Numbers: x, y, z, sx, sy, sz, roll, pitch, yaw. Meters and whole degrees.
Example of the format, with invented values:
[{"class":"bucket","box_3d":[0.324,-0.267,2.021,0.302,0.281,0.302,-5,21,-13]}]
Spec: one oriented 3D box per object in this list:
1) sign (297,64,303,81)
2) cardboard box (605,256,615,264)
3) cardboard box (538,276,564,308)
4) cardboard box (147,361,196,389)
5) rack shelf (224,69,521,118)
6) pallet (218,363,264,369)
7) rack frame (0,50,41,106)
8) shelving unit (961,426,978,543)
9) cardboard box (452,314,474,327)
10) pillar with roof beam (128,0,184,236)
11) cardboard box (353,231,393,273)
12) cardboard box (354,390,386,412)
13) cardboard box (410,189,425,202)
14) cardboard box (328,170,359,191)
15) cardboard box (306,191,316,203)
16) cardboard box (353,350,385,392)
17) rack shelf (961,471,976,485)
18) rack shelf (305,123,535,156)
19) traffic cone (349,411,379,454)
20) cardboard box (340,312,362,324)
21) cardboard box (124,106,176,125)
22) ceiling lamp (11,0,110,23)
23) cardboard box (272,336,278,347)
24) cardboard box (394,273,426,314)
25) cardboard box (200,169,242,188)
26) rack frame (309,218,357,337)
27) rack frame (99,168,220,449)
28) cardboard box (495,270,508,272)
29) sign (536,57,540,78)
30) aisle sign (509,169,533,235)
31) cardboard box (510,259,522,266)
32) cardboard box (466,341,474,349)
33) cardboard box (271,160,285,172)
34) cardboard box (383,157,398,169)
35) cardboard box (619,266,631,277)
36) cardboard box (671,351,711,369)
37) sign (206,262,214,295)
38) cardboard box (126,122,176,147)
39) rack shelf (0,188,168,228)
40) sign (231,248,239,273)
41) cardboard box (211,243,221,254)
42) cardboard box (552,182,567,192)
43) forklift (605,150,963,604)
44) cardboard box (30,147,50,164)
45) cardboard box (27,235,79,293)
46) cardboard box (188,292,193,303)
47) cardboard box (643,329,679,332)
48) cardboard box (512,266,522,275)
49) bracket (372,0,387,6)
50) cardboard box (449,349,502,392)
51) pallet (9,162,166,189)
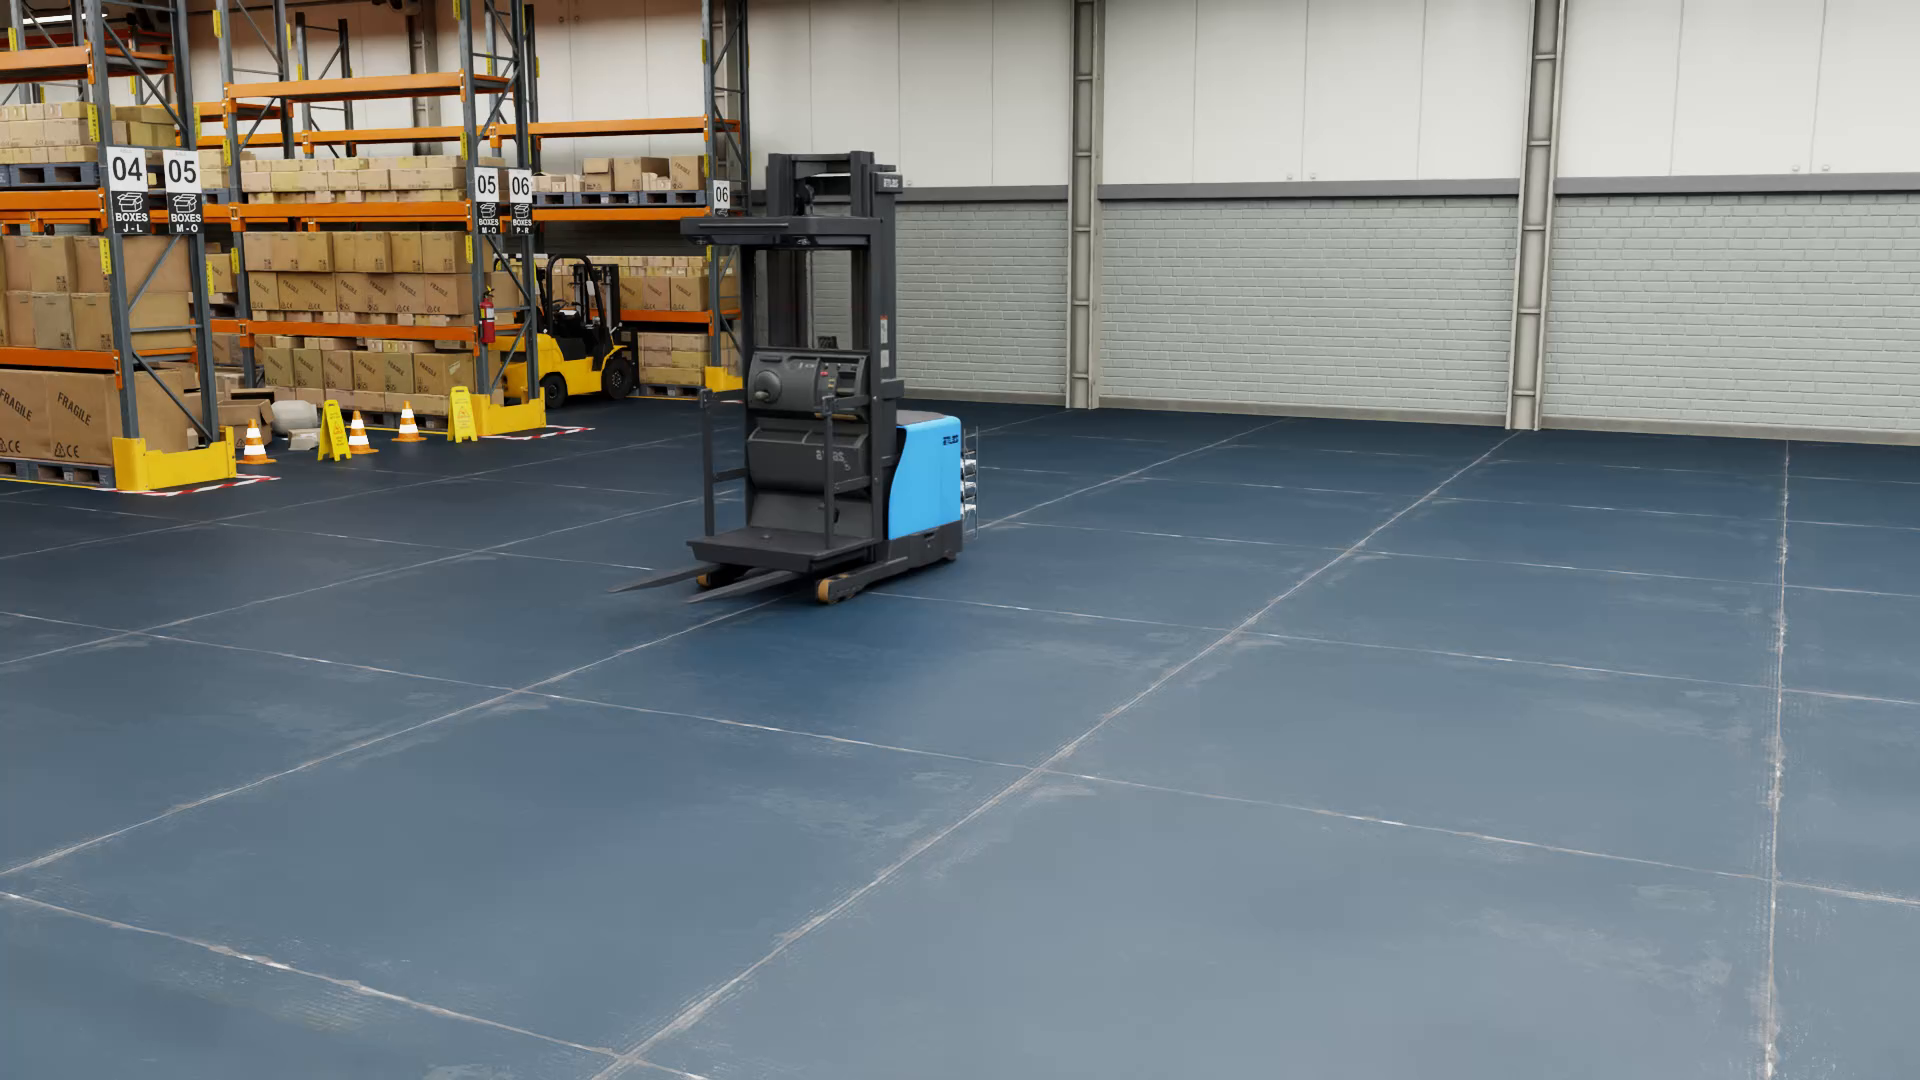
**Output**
[{"class":"sign","box_3d":[-10.819,-7.627,27.259,0.005,0.325,0.100,5,11,26]},{"class":"cardboard box","box_3d":[-5.206,-4.263,25.423,0.250,0.149,0.380,5,11,27]},{"class":"cardboard box","box_3d":[-6.244,-3.883,25.981,0.500,0.500,0.500,5,12,27]},{"class":"cardboard box","box_3d":[-9.954,-2.012,20.815,0.500,0.500,0.500,5,11,26]},{"class":"rack shelf","box_3d":[-7.400,-5.594,20.903,4.000,0.370,1.077,5,11,26]},{"class":"pallet","box_3d":[-12.331,-3.053,29.506,1.213,0.211,1.003,5,11,26]},{"class":"rack frame","box_3d":[-17.762,-7.846,31.316,0.127,3.000,1.000,5,11,26]},{"class":"shelving unit","box_3d":[-0.007,-0.443,13.154,0.210,0.900,0.258,5,11,26]},{"class":"cardboard box","box_3d":[-6.036,-2.712,20.498,0.250,0.149,0.380,5,12,28]},{"class":"pillar with roof beam","box_3d":[-16.305,-7.042,26.874,0.548,9.000,9.100,5,11,26]},{"class":"cardboard box","box_3d":[-7.115,-3.598,20.765,0.500,0.500,0.700,5,11,25]},{"class":"cardboard box","box_3d":[-7.383,-1.797,21.279,0.500,0.250,0.500,5,11,24]},{"class":"cardboard box","box_3d":[-6.511,-4.217,20.391,0.250,0.149,0.380,5,12,28]},{"class":"cardboard box","box_3d":[-7.556,-4.506,20.866,0.500,0.250,0.500,5,11,26]},{"class":"cardboard box","box_3d":[-8.100,-4.364,21.203,0.250,0.149,0.380,5,11,24]},{"class":"cardboard box","box_3d":[-7.359,-2.166,21.211,0.500,0.500,0.500,5,11,24]},{"class":"rack shelf","box_3d":[-0.007,-0.499,13.144,0.200,0.077,0.258,5,11,26]},{"class":"rack shelf","box_3d":[-8.794,-6.508,27.062,4.000,0.370,1.077,5,11,26]},{"class":"traffic cone","box_3d":[-6.749,-1.216,18.649,0.334,0.463,0.336,5,11,26]},{"class":"cardboard box","box_3d":[-7.672,-2.838,21.195,0.250,0.149,0.380,5,11,26]},{"class":"cardboard box","box_3d":[-7.864,-4.120,16.154,0.250,0.149,0.380,5,11,26]},{"class":"ceiling lamp","box_3d":[-14.396,-9.986,26.750,2.000,3.185,0.800,5,11,26]},{"class":"cardboard box","box_3d":[-11.506,-3.281,28.774,0.500,0.500,0.500,5,11,25]},{"class":"cardboard box","box_3d":[-6.662,-3.075,20.682,0.500,0.500,0.500,5,11,26]},{"class":"cardboard box","box_3d":[-9.781,-4.787,22.079,0.500,0.250,0.500,5,11,25]},{"class":"rack frame","box_3d":[-10.588,-4.264,28.367,0.127,3.000,1.000,5,11,26]},{"class":"rack frame","box_3d":[-7.706,-2.042,16.090,0.127,3.000,1.000,5,11,26]},{"class":"cardboard box","box_3d":[-7.405,-4.309,26.511,0.250,0.149,0.380,5,12,28]},{"class":"sign","box_3d":[-6.733,-7.525,26.473,0.005,0.325,0.100,5,11,26]},{"class":"aisle sign","box_3d":[-5.414,-4.164,20.517,0.004,0.787,0.394,5,11,26]},{"class":"cardboard box","box_3d":[-6.846,-4.391,26.132,0.250,0.149,0.380,5,12,27]},{"class":"cardboard box","box_3d":[-7.473,-3.026,27.017,0.625,0.625,0.875,6,12,28]},{"class":"cardboard box","box_3d":[-8.577,-4.785,21.292,0.250,0.149,0.380,5,11,24]},{"class":"cardboard box","box_3d":[-6.912,-4.657,20.583,0.250,0.149,0.380,5,11,26]},{"class":"cardboard box","box_3d":[-5.010,-4.082,25.258,0.250,0.149,0.380,5,11,26]},{"class":"cardboard box","box_3d":[-3.988,-2.722,24.983,0.500,0.250,0.500,5,11,25]},{"class":"sign","box_3d":[-7.455,-2.595,16.493,0.005,0.325,0.100,5,11,26]},{"class":"cardboard box","box_3d":[-8.025,-3.925,16.200,0.500,0.250,0.500,5,11,26]},{"class":"rack shelf","box_3d":[-9.500,-3.322,16.758,4.000,0.370,1.077,5,11,26]},{"class":"sign","box_3d":[-9.436,-3.636,21.649,0.005,0.325,0.100,5,11,26]},{"class":"cardboard box","box_3d":[-10.479,-4.040,23.012,0.250,0.149,0.380,6,12,29]},{"class":"cardboard box","box_3d":[-6.043,-5.413,25.536,0.250,0.149,0.380,5,12,28]},{"class":"forklift","box_3d":[-1.151,-1.114,11.156,1.130,2.935,3.031,6,12,29]},{"class":"cardboard box","box_3d":[-8.610,-3.662,15.866,0.250,0.149,0.380,5,11,27]},{"class":"cardboard box","box_3d":[-8.556,-2.711,16.334,0.550,0.550,0.875,5,11,26]},{"class":"cardboard box","box_3d":[-10.253,-3.273,22.420,0.250,0.149,0.380,5,11,25]},{"class":"cardboard box","box_3d":[-4.654,-3.127,25.820,0.500,0.250,0.500,5,11,25]},{"class":"cardboard box","box_3d":[-6.831,-4.250,26.188,0.250,0.149,0.380,5,11,25]},{"class":"bracket","box_3d":[-9.549,-9.004,27.607,0.430,0.232,0.235,5,11,26]},{"class":"cardboard box","box_3d":[-6.229,-2.173,21.248,0.500,0.500,0.500,5,11,24]},{"class":"pallet","box_3d":[-8.376,-3.531,16.144,1.213,0.211,1.003,5,11,26]}]
